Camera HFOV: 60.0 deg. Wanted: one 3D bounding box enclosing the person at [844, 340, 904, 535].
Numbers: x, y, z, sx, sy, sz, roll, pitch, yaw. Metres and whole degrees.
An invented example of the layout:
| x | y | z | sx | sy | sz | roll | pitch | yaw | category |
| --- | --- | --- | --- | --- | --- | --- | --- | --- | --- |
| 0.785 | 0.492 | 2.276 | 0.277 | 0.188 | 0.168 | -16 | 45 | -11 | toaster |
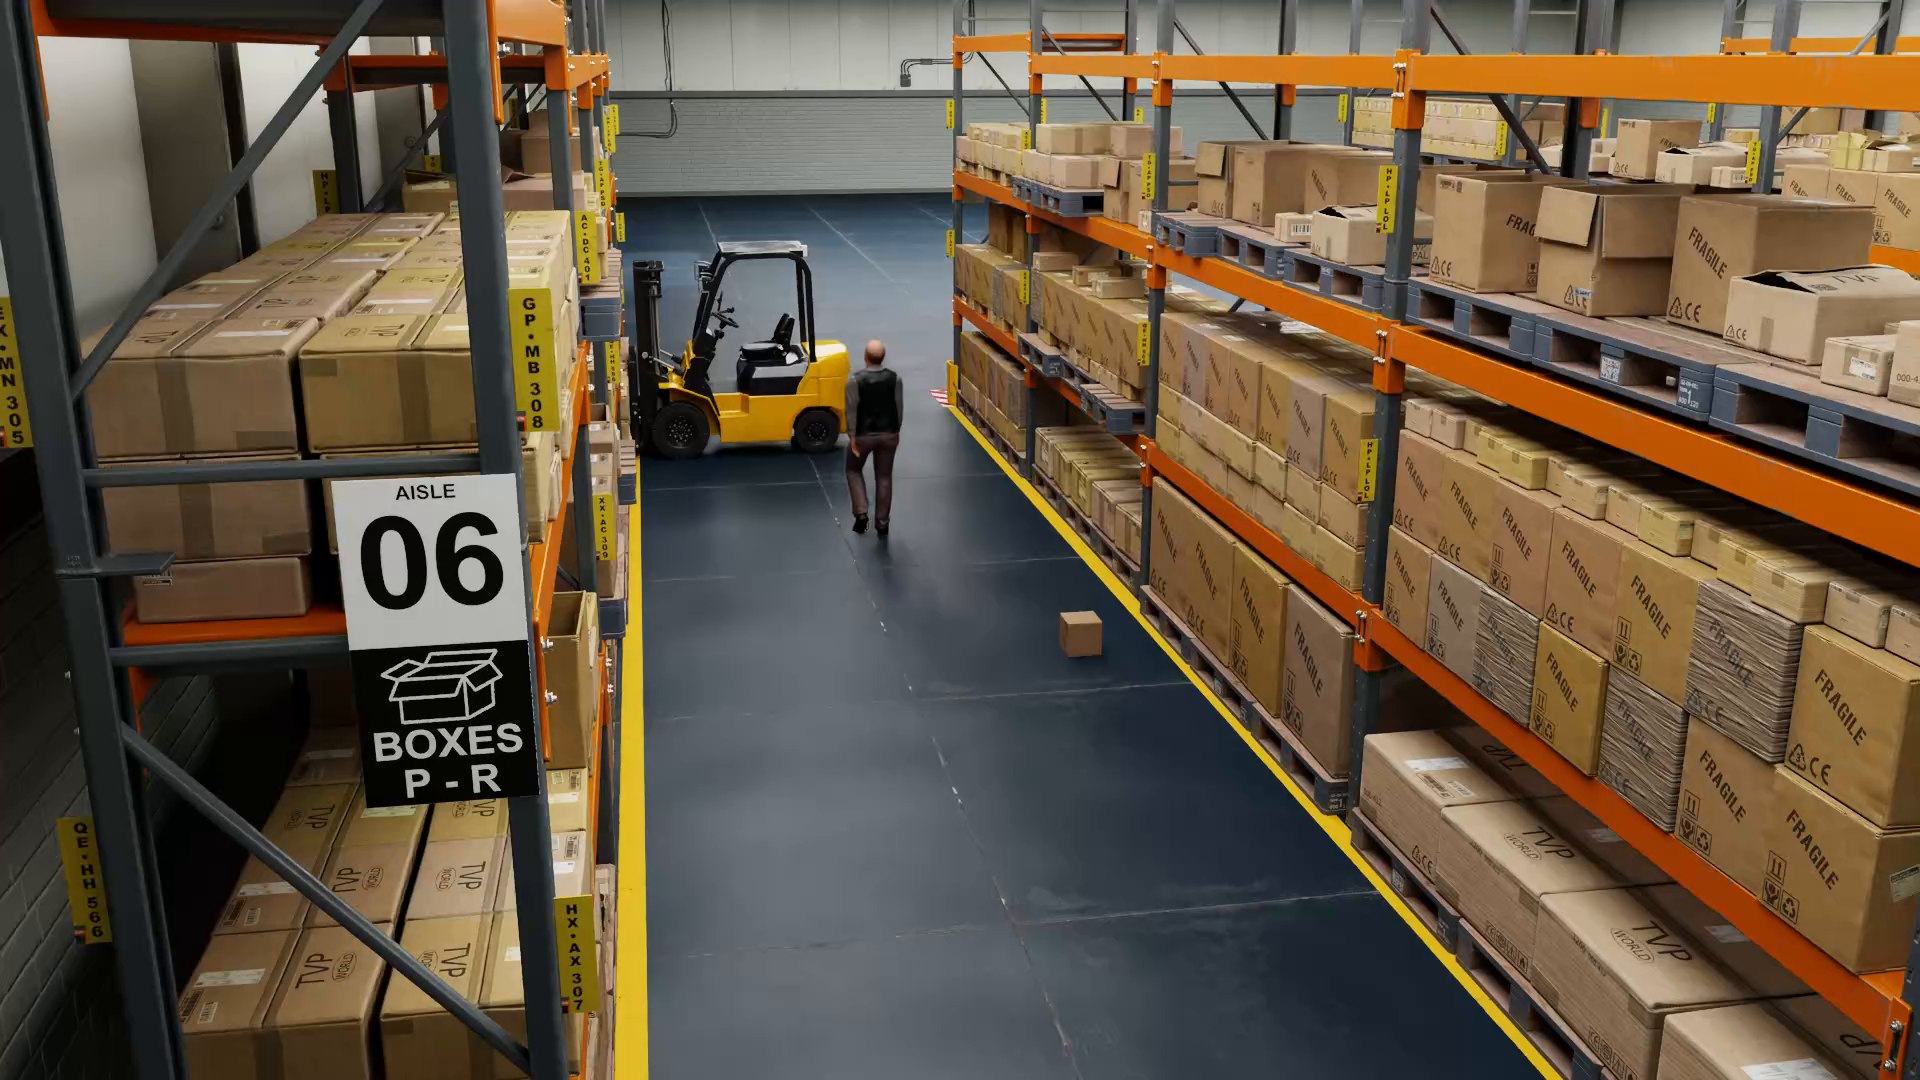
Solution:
| x | y | z | sx | sy | sz | roll | pitch | yaw | category |
| --- | --- | --- | --- | --- | --- | --- | --- | --- | --- |
| -0.767 | -0.896 | 14.653 | 0.536 | 1.761 | 0.482 | -4 | 17 | -13 | person |
